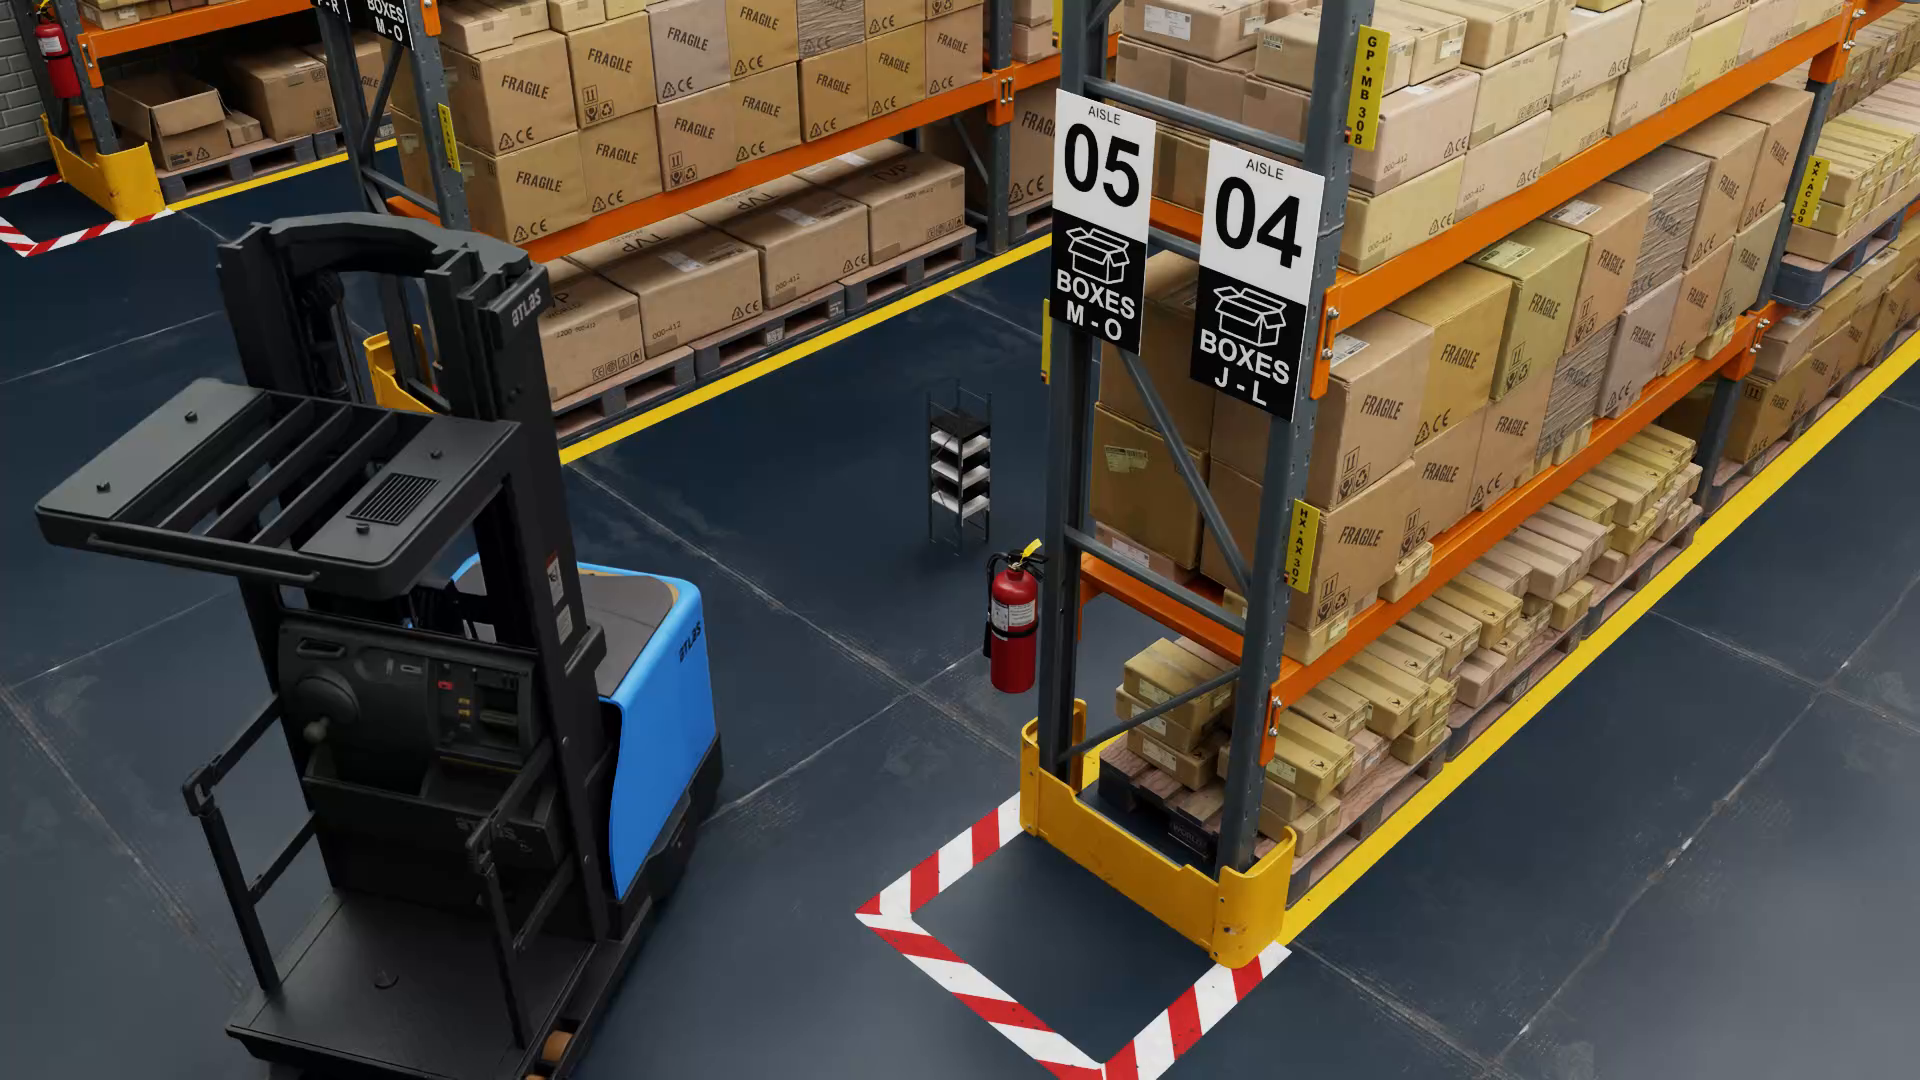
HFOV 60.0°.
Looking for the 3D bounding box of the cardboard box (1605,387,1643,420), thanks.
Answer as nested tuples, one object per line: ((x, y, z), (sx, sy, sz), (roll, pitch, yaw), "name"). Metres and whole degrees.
((2.785, -0.703, 7.346), (0.380, 0.149, 0.250), (27, 43, 34), "cardboard box")

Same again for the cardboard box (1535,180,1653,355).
((2.300, -1.109, 6.487), (0.500, 0.500, 0.500), (28, 44, 34), "cardboard box")

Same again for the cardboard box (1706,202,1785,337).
((3.384, -1.319, 7.663), (0.500, 0.500, 0.500), (30, 45, 35), "cardboard box")

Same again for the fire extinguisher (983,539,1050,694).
((0.201, 0.258, 6.142), (0.296, 0.674, 0.183), (30, 45, 35), "fire extinguisher")

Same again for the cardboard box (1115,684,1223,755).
((0.875, 0.703, 6.975), (0.380, 0.149, 0.250), (28, 44, 34), "cardboard box")

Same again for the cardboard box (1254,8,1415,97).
((1.096, -1.420, 4.878), (0.380, 0.149, 0.250), (29, 44, 35), "cardboard box")

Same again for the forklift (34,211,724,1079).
((-1.889, 0.585, 5.339), (1.130, 2.935, 3.031), (9, 36, 12), "forklift")

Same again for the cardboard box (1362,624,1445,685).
((1.809, 0.490, 7.021), (0.380, 0.149, 0.250), (27, 43, 33), "cardboard box")

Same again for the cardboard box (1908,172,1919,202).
((4.855, -1.930, 8.738), (0.380, 0.149, 0.250), (27, 43, 33), "cardboard box")

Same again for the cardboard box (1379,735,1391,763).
((1.598, 0.828, 7.056), (0.250, 0.149, 0.380), (-29, 44, -35), "cardboard box")

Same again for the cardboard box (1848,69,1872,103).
((4.953, -2.643, 9.500), (0.380, 0.149, 0.250), (29, 44, 35), "cardboard box")

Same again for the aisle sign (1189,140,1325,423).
((0.867, -0.758, 4.933), (0.394, 0.787, 0.004), (30, 45, 35), "aisle sign")

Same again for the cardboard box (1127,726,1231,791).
((0.929, 0.857, 7.015), (0.250, 0.149, 0.380), (-29, 44, -35), "cardboard box")

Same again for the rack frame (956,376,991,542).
((0.066, -0.407, 8.538), (0.240, 0.900, 0.006), (30, 45, 35), "rack frame")

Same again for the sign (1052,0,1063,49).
((0.326, -1.668, 5.114), (0.100, 0.325, 0.005), (30, 45, 35), "sign")

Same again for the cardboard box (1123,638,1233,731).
((0.899, 0.593, 6.873), (0.250, 0.149, 0.380), (-29, 44, -35), "cardboard box")

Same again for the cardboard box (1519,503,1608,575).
((2.772, -0.019, 7.751), (0.380, 0.149, 0.250), (27, 43, 33), "cardboard box")

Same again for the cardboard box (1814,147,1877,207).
((4.128, -1.754, 7.966), (0.250, 0.149, 0.380), (-27, 43, -33), "cardboard box")

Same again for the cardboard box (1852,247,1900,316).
((4.968, -1.537, 9.485), (0.500, 0.250, 0.500), (-28, 44, -34), "cardboard box")

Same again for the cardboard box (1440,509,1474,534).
((1.838, -0.207, 6.635), (0.380, 0.149, 0.250), (29, 44, 35), "cardboard box")

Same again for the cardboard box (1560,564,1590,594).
((2.758, 0.069, 7.885), (0.250, 0.149, 0.380), (-29, 44, -35), "cardboard box")

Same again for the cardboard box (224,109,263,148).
((-5.578, -3.165, 12.782), (0.380, 0.149, 0.250), (28, 43, 34), "cardboard box")

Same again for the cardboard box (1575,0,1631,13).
((2.063, -1.911, 5.582), (0.250, 0.149, 0.380), (-28, 44, -34), "cardboard box")

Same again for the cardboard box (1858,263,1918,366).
((5.335, -1.434, 9.993), (0.500, 0.500, 0.500), (27, 43, 33), "cardboard box")

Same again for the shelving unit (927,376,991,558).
((-0.006, -0.366, 8.479), (0.258, 0.900, 0.210), (30, 45, 35), "shelving unit")

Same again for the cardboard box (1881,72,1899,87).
((5.316, -2.730, 9.886), (0.250, 0.149, 0.380), (-28, 43, -34), "cardboard box")

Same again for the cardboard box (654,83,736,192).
((-1.628, -2.333, 9.376), (0.500, 0.500, 0.500), (29, 44, 35), "cardboard box")

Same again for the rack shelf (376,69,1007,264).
((-1.469, -2.313, 10.065), (1.077, 0.370, 4.000), (30, 45, 35), "rack shelf")

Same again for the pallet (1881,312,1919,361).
((5.791, -1.630, 10.893), (1.003, 0.211, 1.213), (30, 45, 35), "pallet")

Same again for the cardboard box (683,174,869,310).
((-1.209, -1.966, 10.811), (0.875, 0.438, 0.875), (28, 44, 34), "cardboard box")

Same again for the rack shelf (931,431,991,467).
((-0.006, -0.486, 8.395), (0.258, 0.077, 0.200), (30, 45, 35), "rack shelf")

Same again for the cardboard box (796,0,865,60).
((-0.912, -3.156, 9.682), (0.500, 0.500, 0.500), (-29, 44, -35), "cardboard box")

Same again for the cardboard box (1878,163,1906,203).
((4.491, -1.843, 8.354), (0.250, 0.149, 0.380), (-29, 44, -35), "cardboard box")

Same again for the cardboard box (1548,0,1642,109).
((1.931, -1.703, 5.632), (0.500, 0.250, 0.500), (-29, 44, -35), "cardboard box")

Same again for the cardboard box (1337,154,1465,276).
((1.203, -1.091, 5.191), (0.500, 0.250, 0.500), (-28, 44, -34), "cardboard box")

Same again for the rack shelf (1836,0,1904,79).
((4.933, -3.214, 8.733), (1.077, 0.370, 4.000), (30, 45, 35), "rack shelf")

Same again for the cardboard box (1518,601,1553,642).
((2.529, 0.326, 7.776), (0.250, 0.149, 0.380), (-29, 44, -35), "cardboard box")

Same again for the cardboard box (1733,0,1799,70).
((3.010, -2.129, 6.680), (0.500, 0.250, 0.500), (29, 44, 35), "cardboard box")

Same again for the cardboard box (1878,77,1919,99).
((5.038, -2.279, 8.719), (0.250, 0.149, 0.380), (-28, 44, -34), "cardboard box")

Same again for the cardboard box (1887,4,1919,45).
((5.516, -3.086, 9.876), (0.380, 0.149, 0.250), (29, 44, 35), "cardboard box")

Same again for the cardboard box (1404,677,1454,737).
((1.857, 0.639, 7.067), (0.250, 0.149, 0.380), (-28, 44, -34), "cardboard box")

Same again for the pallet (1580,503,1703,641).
((3.076, -0.036, 8.607), (1.003, 0.211, 1.213), (30, 45, 35), "pallet")

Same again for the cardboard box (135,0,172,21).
((-5.831, -3.837, 11.840), (0.250, 0.149, 0.380), (-29, 44, -35), "cardboard box")

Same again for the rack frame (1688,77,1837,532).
((3.524, -1.466, 8.221), (1.000, 3.000, 0.127), (30, 45, 35), "rack frame")

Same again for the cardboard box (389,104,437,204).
((-2.726, -2.140, 9.100), (0.500, 0.500, 0.500), (-30, 45, -35), "cardboard box")

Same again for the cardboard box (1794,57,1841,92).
((4.587, -2.550, 9.107), (0.380, 0.149, 0.250), (27, 43, 33), "cardboard box")

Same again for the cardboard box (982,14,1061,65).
((0.437, -3.431, 11.169), (0.500, 0.250, 0.500), (28, 44, 34), "cardboard box")

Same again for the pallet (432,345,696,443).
((-2.370, -1.009, 10.003), (1.003, 0.211, 1.213), (30, 45, 35), "pallet")

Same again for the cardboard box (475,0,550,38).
((-2.297, -2.681, 8.435), (0.250, 0.149, 0.380), (-29, 44, -35), "cardboard box")

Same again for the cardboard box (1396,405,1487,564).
((1.577, -0.304, 6.207), (0.500, 0.500, 0.500), (30, 45, 35), "cardboard box")
